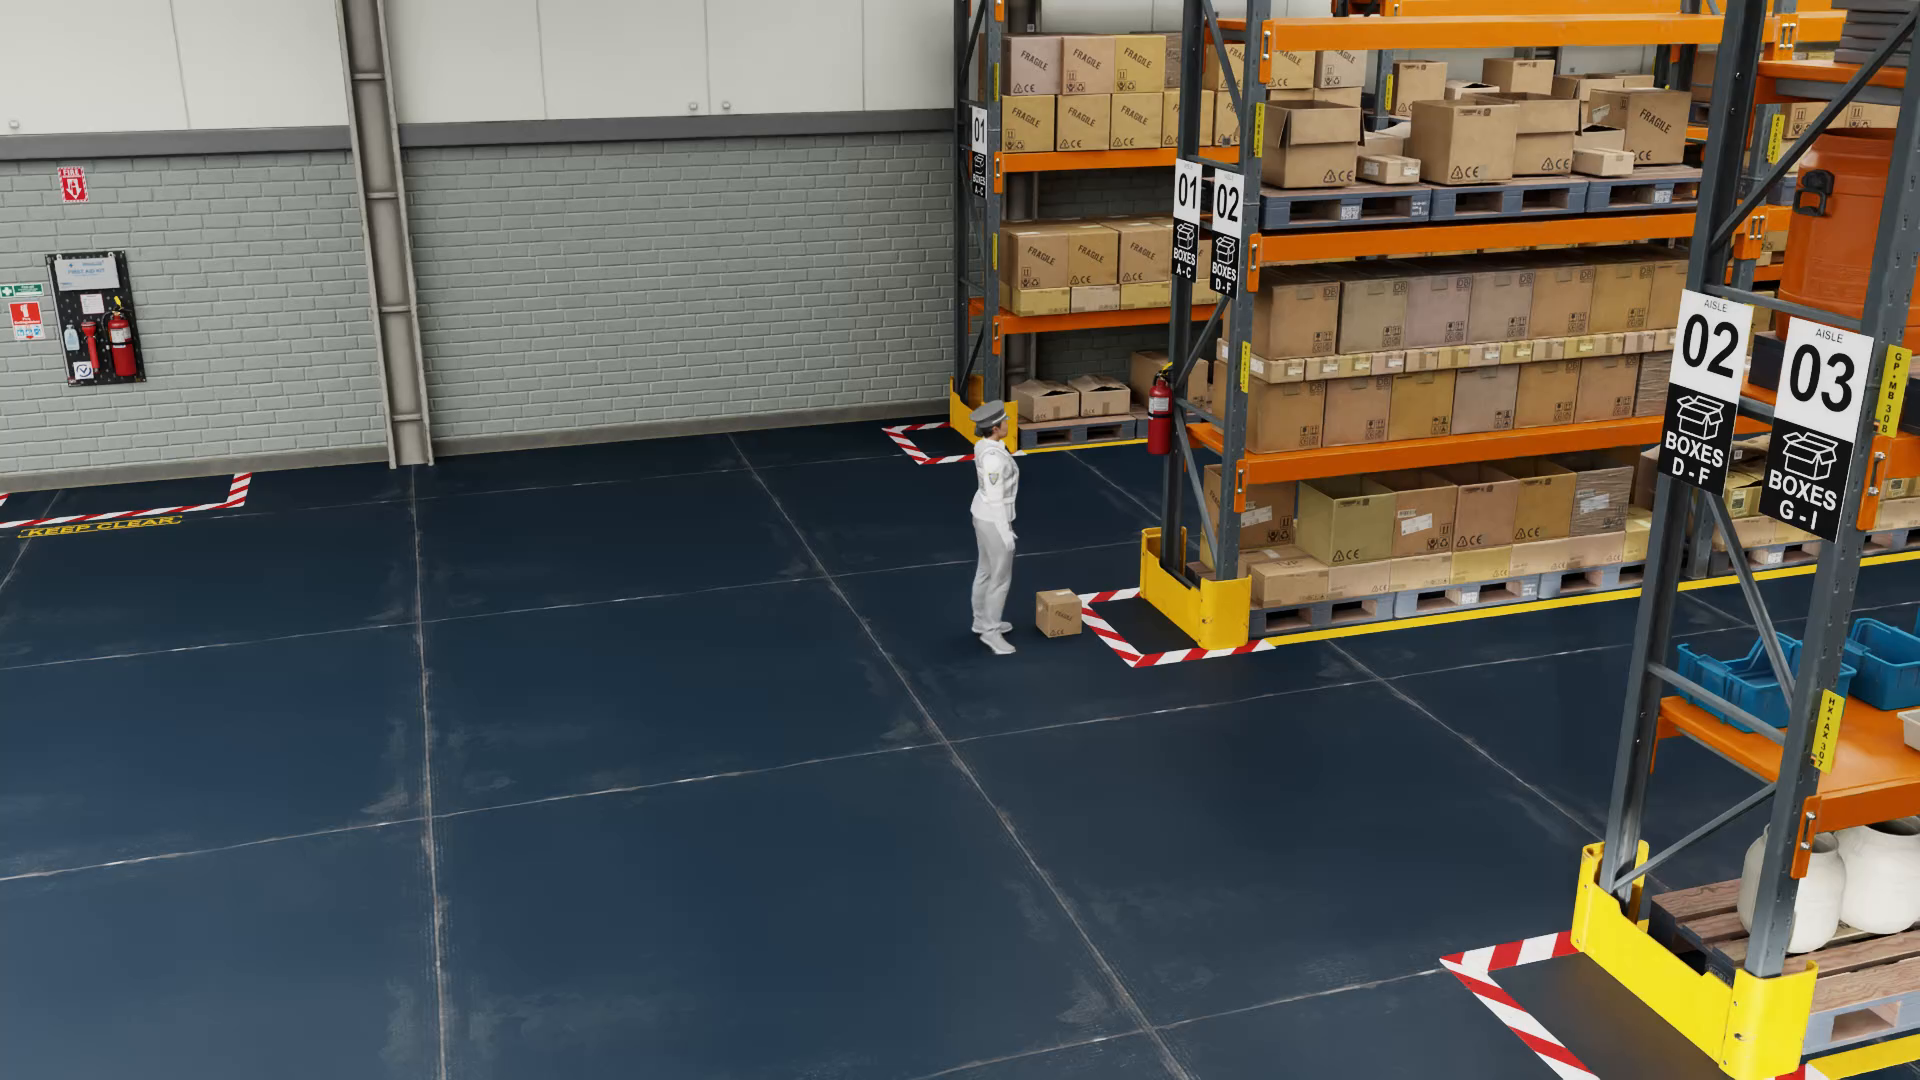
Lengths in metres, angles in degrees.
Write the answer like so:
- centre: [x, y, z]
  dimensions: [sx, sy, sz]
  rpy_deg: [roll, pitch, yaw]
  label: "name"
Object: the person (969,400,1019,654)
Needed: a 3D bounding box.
- centre: [0.239, -0.110, 11.324]
  dimensions: [0.344, 1.719, 0.574]
  rpy_deg: [-4, 20, -10]
  label: "person"
